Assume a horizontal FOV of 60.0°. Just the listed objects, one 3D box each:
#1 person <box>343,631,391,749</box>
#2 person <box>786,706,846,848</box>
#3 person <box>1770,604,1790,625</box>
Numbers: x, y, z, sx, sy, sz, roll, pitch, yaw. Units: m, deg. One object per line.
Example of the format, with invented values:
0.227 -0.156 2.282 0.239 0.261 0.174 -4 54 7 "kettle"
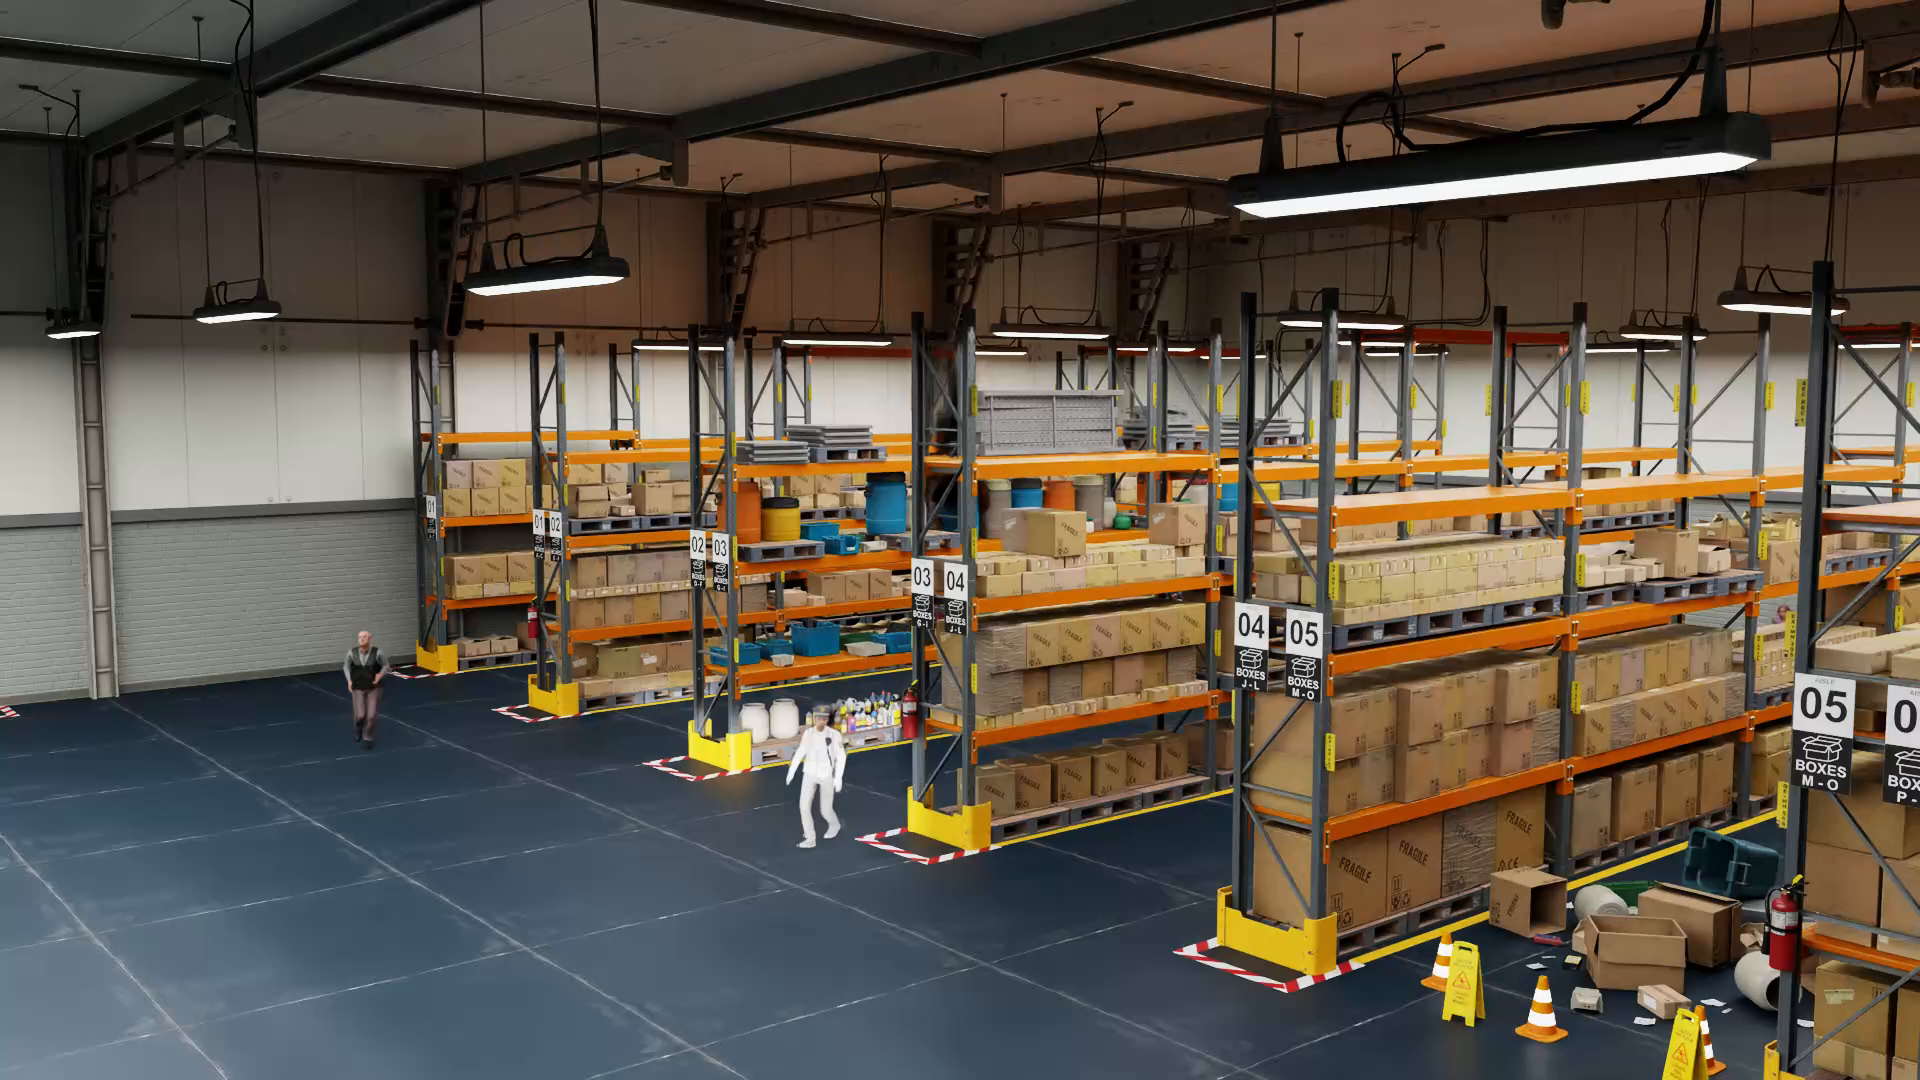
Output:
-8.459 2.135 23.725 0.651 1.693 0.607 -1 5 -15 "person"
-1.598 2.638 18.731 0.644 1.615 0.712 1 5 13 "person"
13.956 1.878 28.141 0.511 1.437 0.809 4 6 34 "person"
